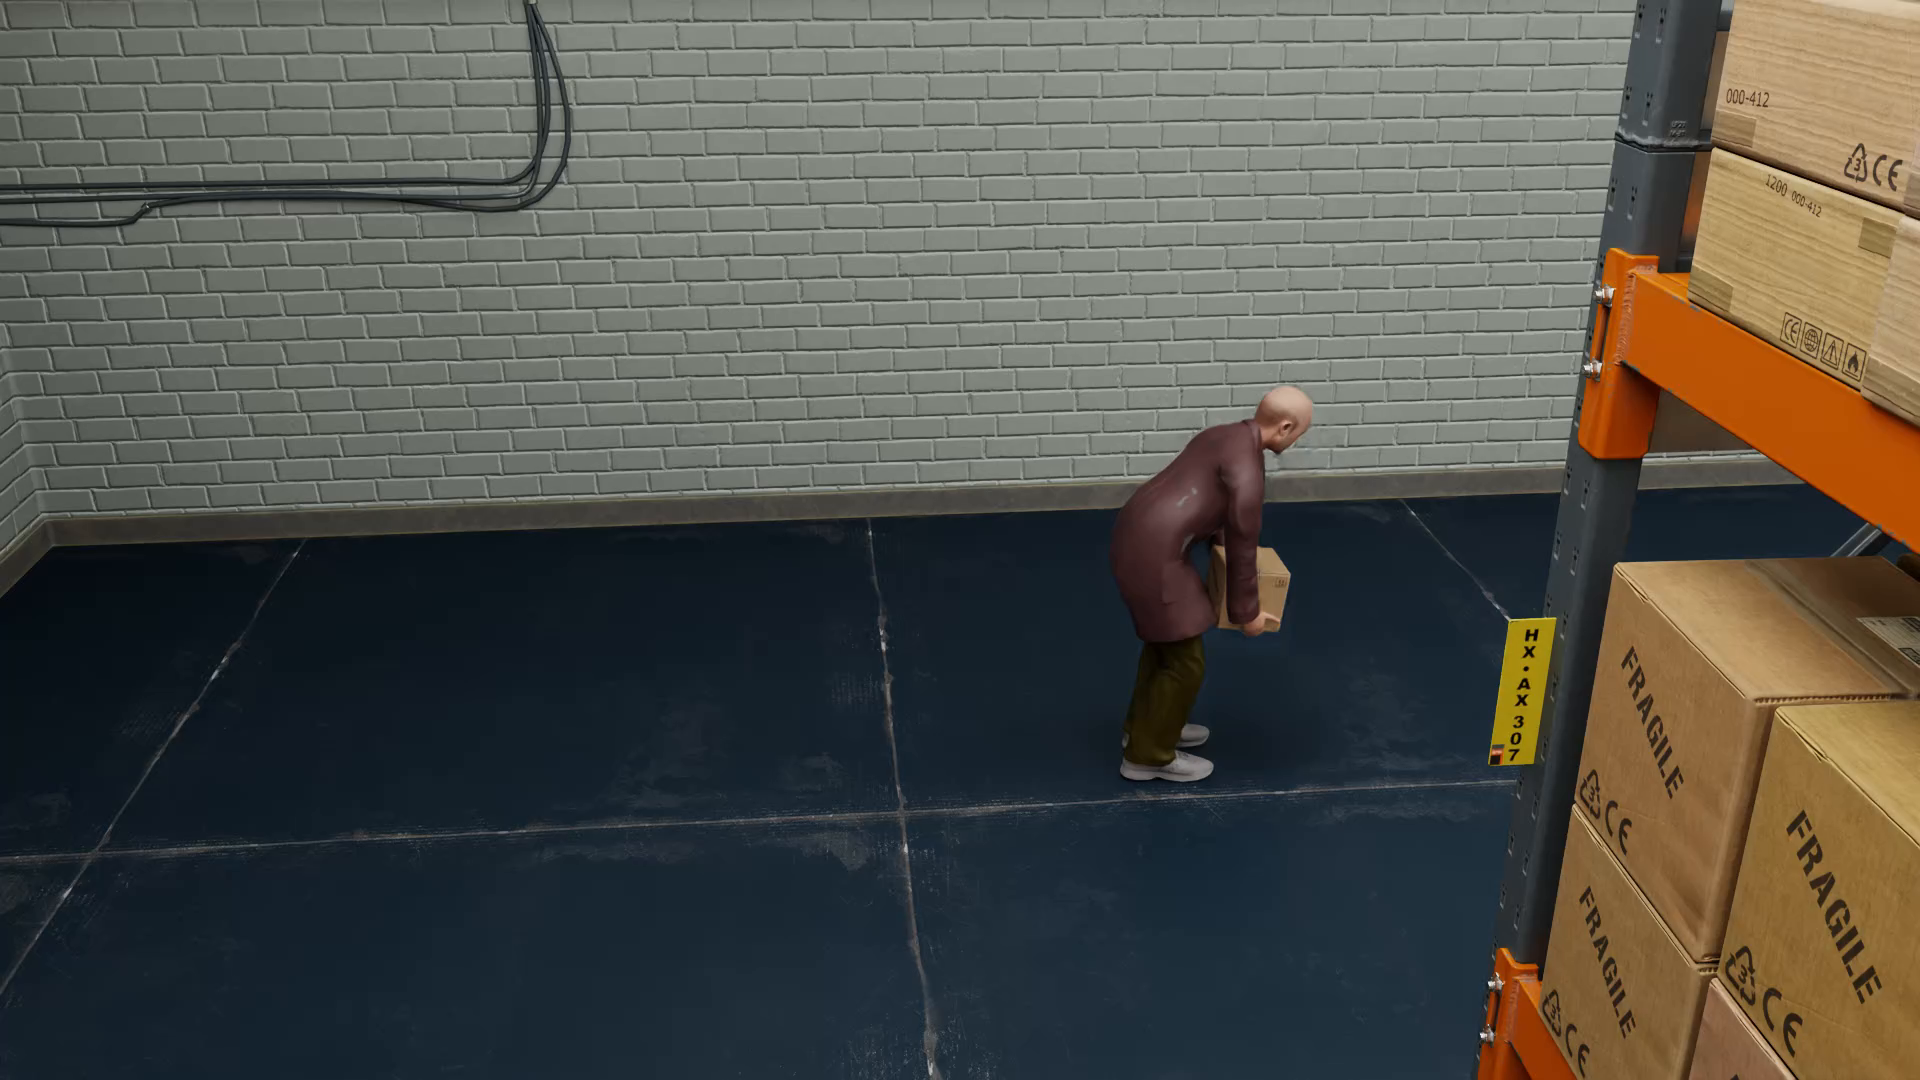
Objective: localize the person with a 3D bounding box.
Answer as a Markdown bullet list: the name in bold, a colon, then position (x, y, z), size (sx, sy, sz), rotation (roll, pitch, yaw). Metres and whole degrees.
- **person**: position (0.958, 0.171, 6.491), size (0.757, 1.570, 0.539), rotation (-3, 24, -6)
